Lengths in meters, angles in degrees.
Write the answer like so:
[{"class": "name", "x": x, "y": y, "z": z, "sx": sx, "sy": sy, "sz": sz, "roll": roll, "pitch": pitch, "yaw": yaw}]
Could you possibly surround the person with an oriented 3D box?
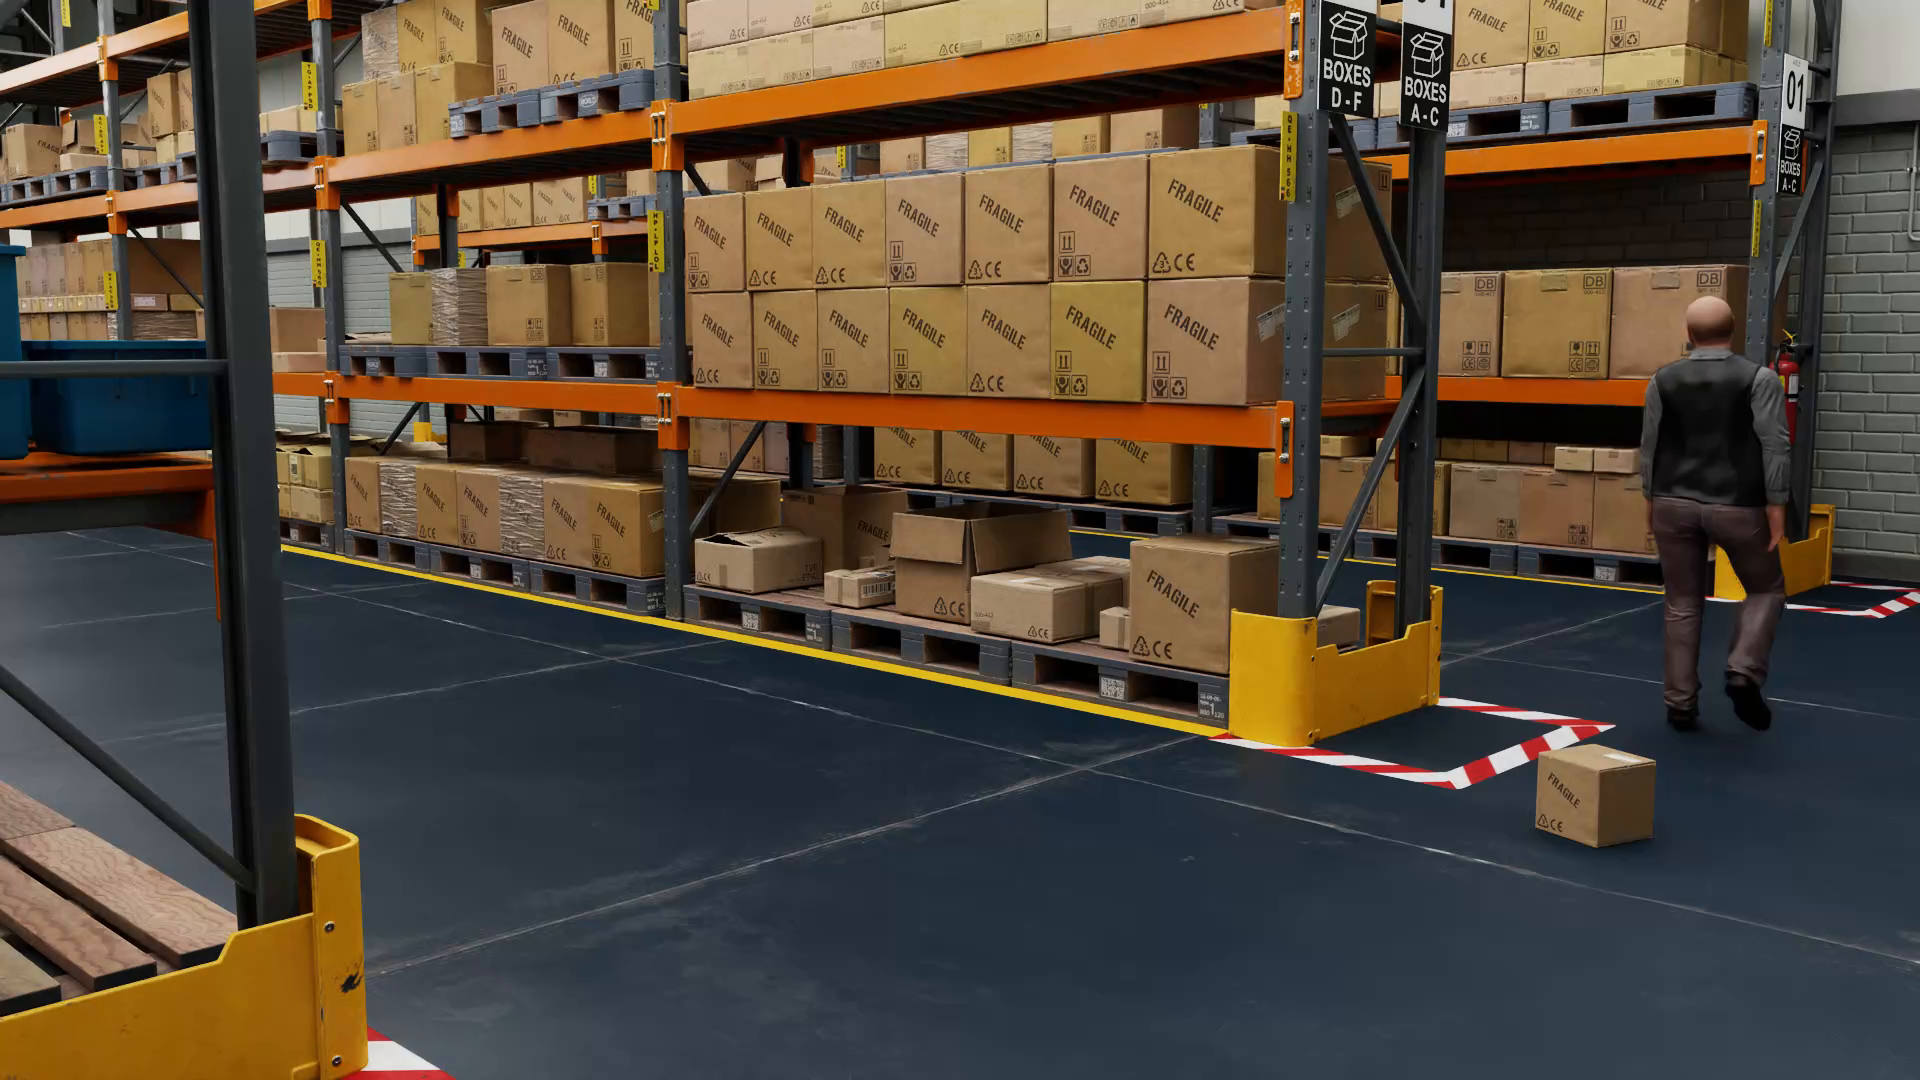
[{"class": "person", "x": 3.028, "y": -0.111, "z": 6.691, "sx": 0.575, "sy": 1.721, "sz": 0.445, "roll": 5, "pitch": 8, "yaw": 34}]
